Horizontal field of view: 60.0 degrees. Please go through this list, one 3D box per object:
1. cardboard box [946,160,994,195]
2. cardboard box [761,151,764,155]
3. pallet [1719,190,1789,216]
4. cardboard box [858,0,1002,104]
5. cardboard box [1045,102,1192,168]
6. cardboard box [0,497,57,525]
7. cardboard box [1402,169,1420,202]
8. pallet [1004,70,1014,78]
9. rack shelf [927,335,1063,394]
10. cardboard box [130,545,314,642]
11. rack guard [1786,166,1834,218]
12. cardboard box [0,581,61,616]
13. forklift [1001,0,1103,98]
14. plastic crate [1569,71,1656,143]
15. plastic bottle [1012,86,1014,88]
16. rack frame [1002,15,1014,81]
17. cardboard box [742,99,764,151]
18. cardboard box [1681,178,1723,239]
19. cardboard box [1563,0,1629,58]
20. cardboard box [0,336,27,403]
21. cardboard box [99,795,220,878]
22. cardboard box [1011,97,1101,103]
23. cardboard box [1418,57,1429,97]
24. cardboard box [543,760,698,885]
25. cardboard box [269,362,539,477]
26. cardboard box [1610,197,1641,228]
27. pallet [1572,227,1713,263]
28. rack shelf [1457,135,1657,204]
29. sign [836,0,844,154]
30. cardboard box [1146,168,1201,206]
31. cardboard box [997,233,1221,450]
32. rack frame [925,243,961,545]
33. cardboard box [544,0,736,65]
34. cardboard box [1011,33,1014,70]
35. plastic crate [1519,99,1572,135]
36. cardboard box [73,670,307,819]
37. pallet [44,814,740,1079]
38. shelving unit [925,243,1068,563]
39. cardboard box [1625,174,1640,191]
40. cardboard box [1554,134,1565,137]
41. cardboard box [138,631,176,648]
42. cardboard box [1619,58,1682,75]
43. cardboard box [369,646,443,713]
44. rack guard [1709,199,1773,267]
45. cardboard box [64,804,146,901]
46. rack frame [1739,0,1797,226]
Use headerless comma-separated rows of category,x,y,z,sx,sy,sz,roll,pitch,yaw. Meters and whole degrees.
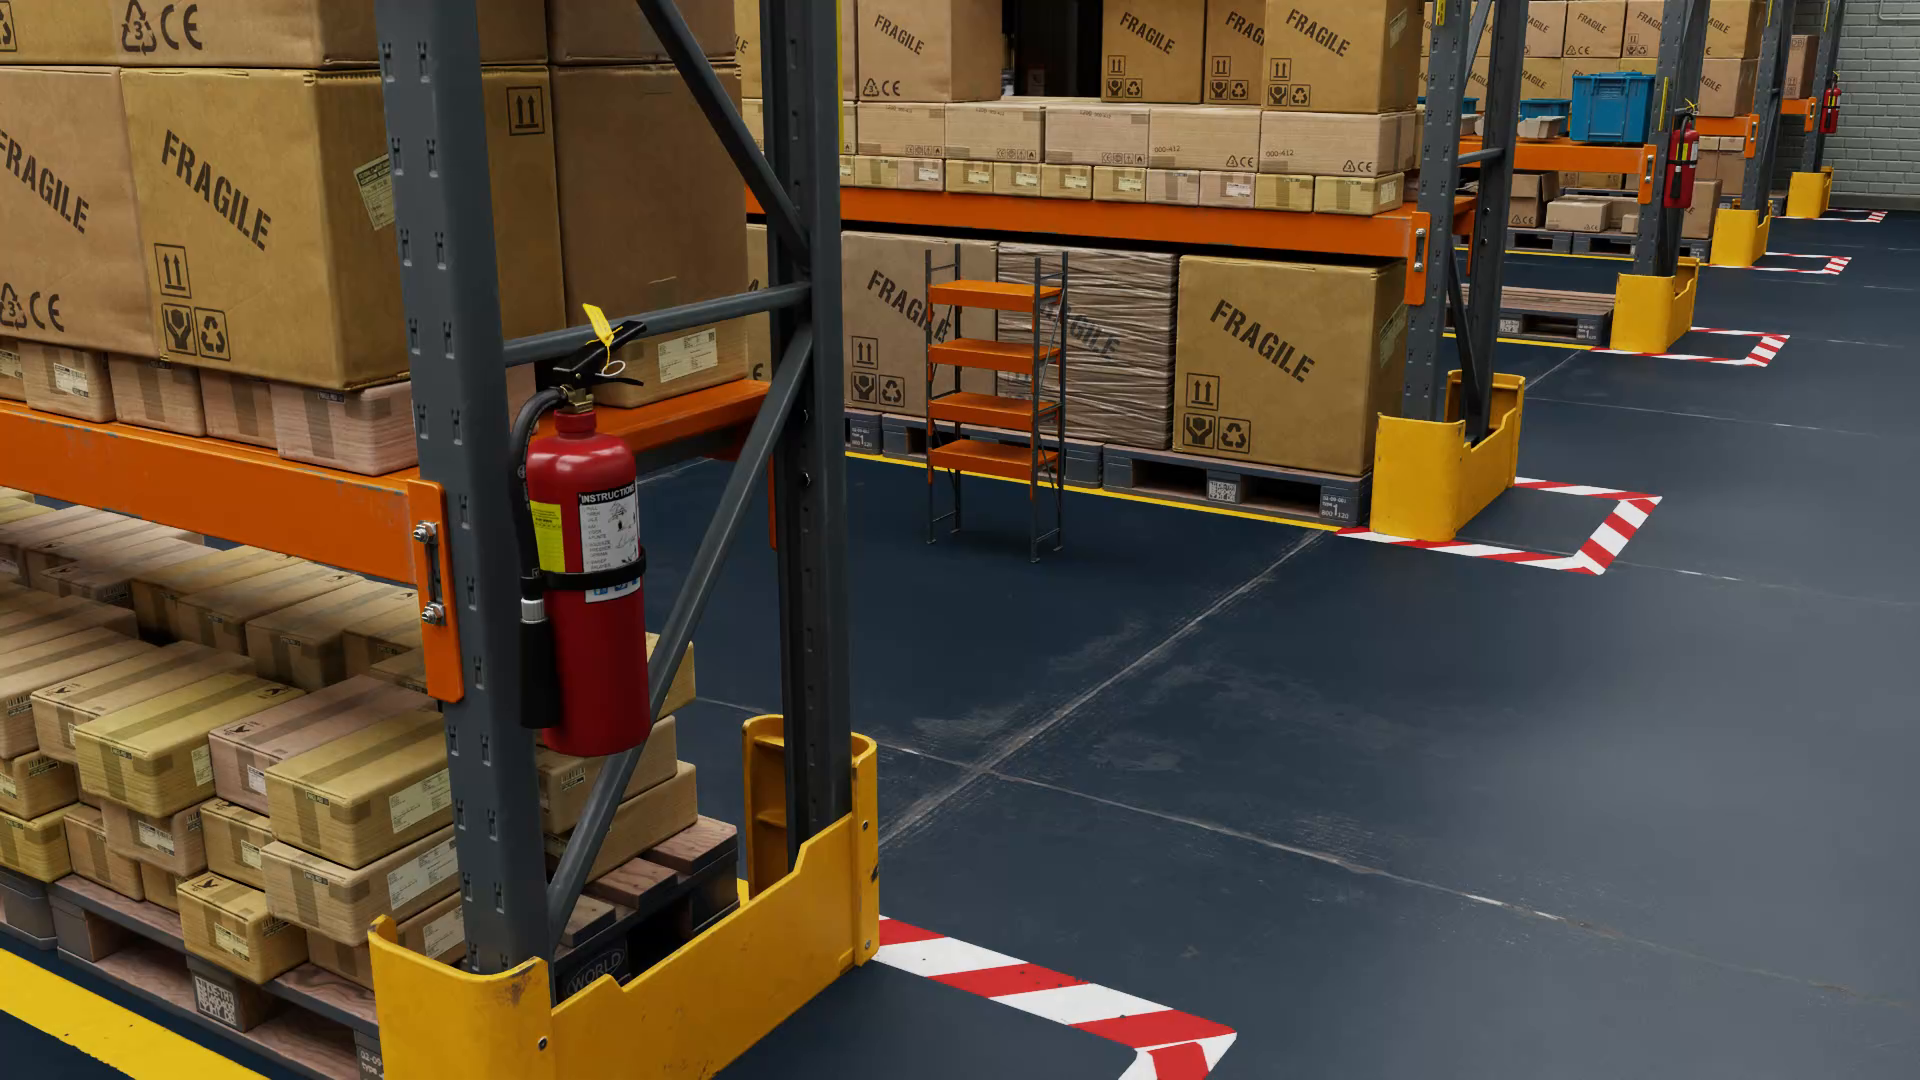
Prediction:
cardboard box,0.134,-1.716,7.802,0.250,0.149,0.380,9,19,28
cardboard box,-0.972,-1.913,8.450,0.250,0.149,0.380,9,19,28
pallet,9.190,-4.040,19.819,1.213,0.211,1.003,10,20,30
cardboard box,-0.138,-2.339,7.876,0.500,0.500,0.500,9,19,28
cardboard box,0.717,-1.825,7.475,0.500,0.250,0.500,9,19,28
cardboard box,-2.881,0.005,4.864,0.250,0.149,0.380,11,20,32
cardboard box,2.005,-1.607,7.445,0.250,0.149,0.380,10,20,31
pallet,1.387,-6.688,24.069,1.213,0.211,1.003,10,20,30
rack shelf,0.141,-0.699,6.578,0.480,0.148,0.258,10,20,30
cardboard box,-1.947,0.140,4.417,0.250,0.149,0.380,10,20,31
rack guard,9.932,-4.073,19.428,0.348,0.500,1.175,10,20,30
cardboard box,-2.452,0.239,4.093,0.250,0.149,0.380,10,20,30
forklift,0.227,-2.480,10.003,3.031,2.935,1.130,10,20,31
plastic crate,4.344,-2.869,11.001,0.499,0.435,0.616,10,20,30
plastic bottle,0.440,-3.498,13.321,0.185,0.351,0.144,10,20,30
rack frame,0.506,-5.262,19.042,0.127,3.000,1.000,10,20,30
cardboard box,-1.010,-2.135,8.494,0.500,0.250,0.500,10,19,29
cardboard box,6.730,-3.081,15.407,0.500,0.500,0.500,10,20,30
cardboard box,5.924,-4.725,15.383,0.500,0.500,0.500,11,20,32
cardboard box,-1.825,-0.400,3.470,0.250,0.149,0.380,9,19,28
cardboard box,-1.590,0.554,3.568,0.250,0.149,0.380,9,19,28
cardboard box,0.547,-2.035,8.167,0.500,0.250,0.500,10,19,29
cardboard box,4.644,-4.479,16.294,0.500,0.500,0.500,11,20,31
cardboard box,-0.826,0.625,3.844,0.250,0.149,0.380,11,20,31
cardboard box,-0.973,-0.238,2.937,0.250,0.149,0.380,10,20,30
cardboard box,6.582,-3.169,16.126,0.500,0.250,0.500,10,20,30
pallet,6.578,-2.843,15.878,1.213,0.211,1.003,10,20,30
rack shelf,3.023,-2.779,12.106,4.000,0.370,1.077,10,20,30
sign,-0.263,-0.928,3.284,0.005,0.325,0.100,10,20,30
cardboard box,1.010,-1.560,7.289,0.250,0.149,0.380,11,20,31
cardboard box,0.772,-0.992,7.920,0.875,0.875,0.875,10,20,30
rack frame,-0.067,-0.586,6.746,0.015,1.200,0.240,10,20,30
cardboard box,-0.790,-1.182,3.206,0.500,0.500,0.500,10,20,30
cardboard box,1.152,-7.091,24.135,0.500,0.500,0.700,13,21,38
plastic crate,4.128,-2.986,11.737,0.300,0.233,0.416,10,20,30
cardboard box,-1.602,0.421,3.492,0.250,0.149,0.380,10,19,29
pallet,-1.285,0.811,3.847,1.213,0.211,1.003,10,20,30
shelving unit,0.141,-0.549,6.624,0.503,1.200,0.258,10,20,30
cardboard box,8.408,-4.511,20.150,0.500,0.500,0.700,9,19,28
cardboard box,7.283,-4.960,20.510,0.250,0.149,0.380,11,20,32
cardboard box,-2.008,0.314,4.357,0.250,0.149,0.380,11,20,33
cardboard box,6.355,-4.171,15.281,0.500,0.500,0.500,10,20,31
cardboard box,-1.113,0.324,3.814,0.250,0.149,0.380,11,20,31
rack guard,7.258,-2.860,15.438,0.348,0.500,1.175,10,20,30
cardboard box,-1.774,0.646,3.776,0.250,0.149,0.380,10,20,31
rack frame,7.323,-4.045,15.036,0.127,3.000,1.000,10,20,30
